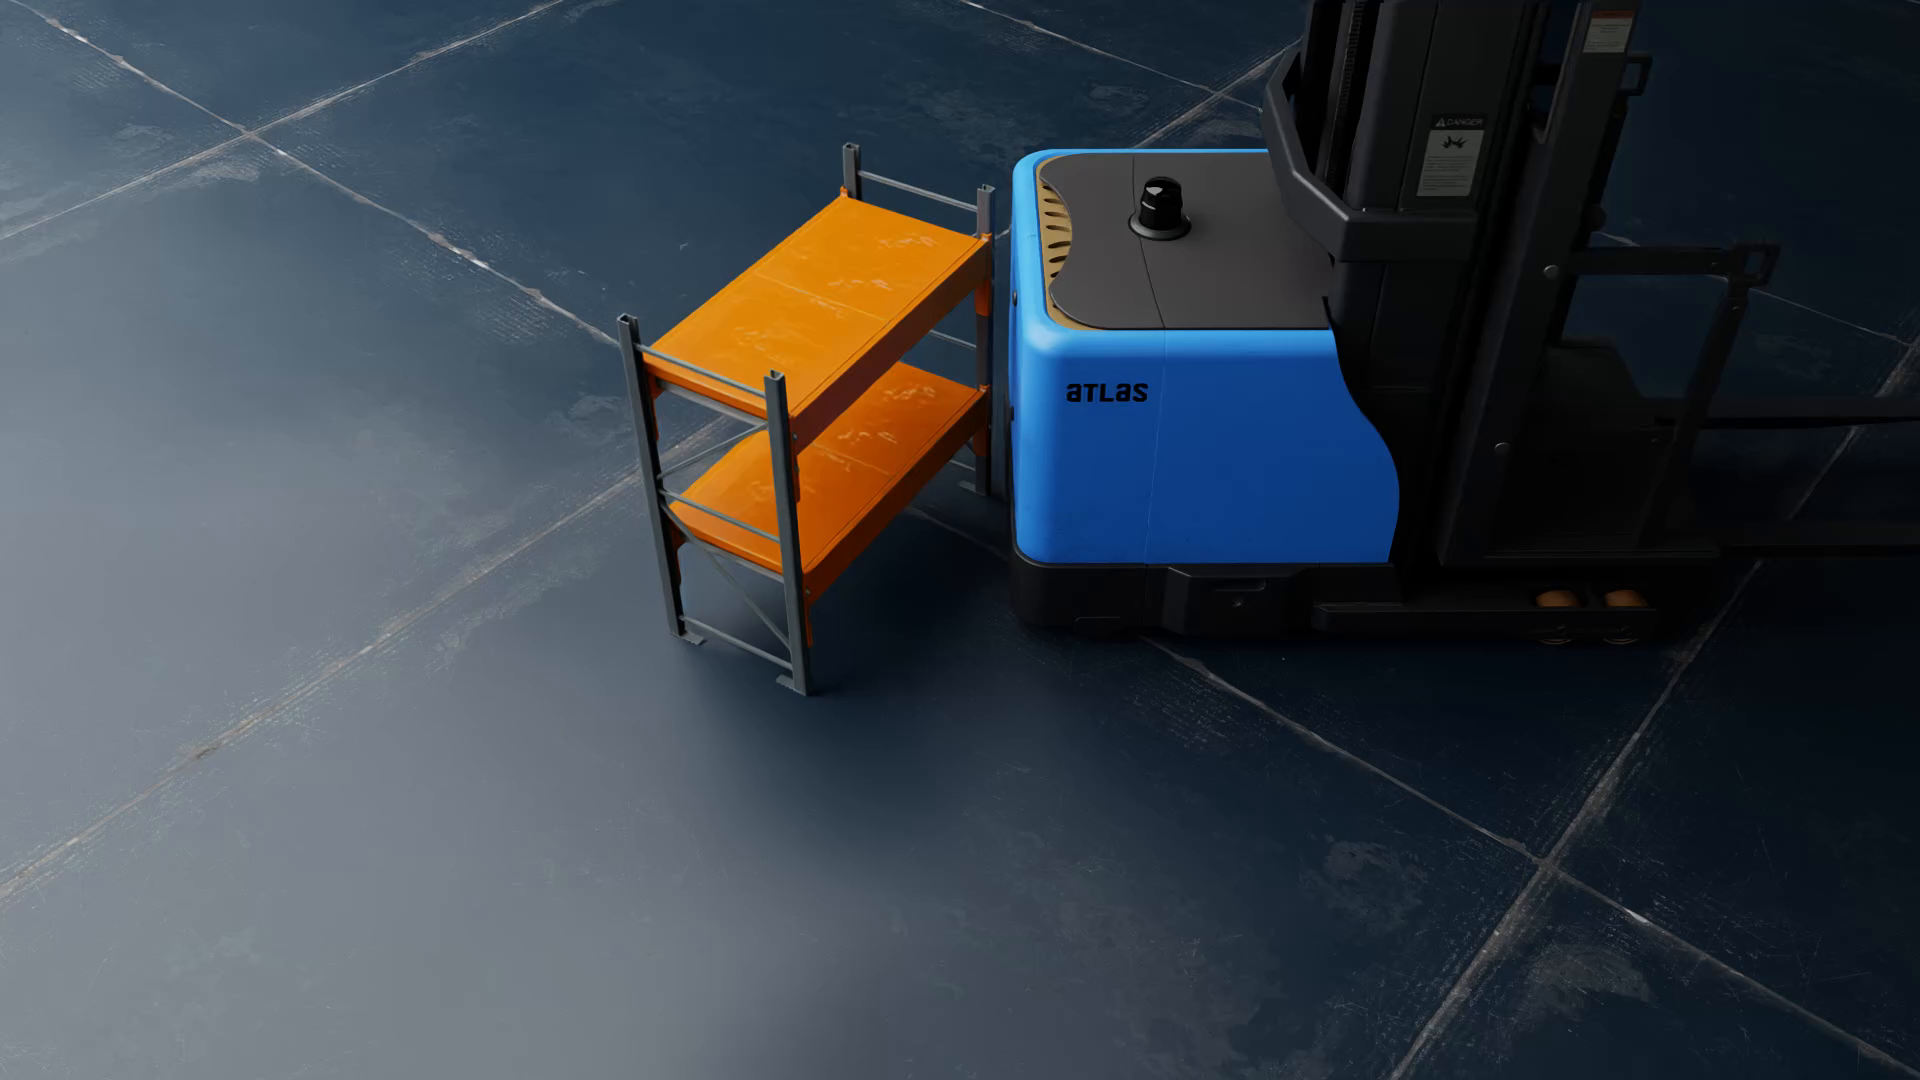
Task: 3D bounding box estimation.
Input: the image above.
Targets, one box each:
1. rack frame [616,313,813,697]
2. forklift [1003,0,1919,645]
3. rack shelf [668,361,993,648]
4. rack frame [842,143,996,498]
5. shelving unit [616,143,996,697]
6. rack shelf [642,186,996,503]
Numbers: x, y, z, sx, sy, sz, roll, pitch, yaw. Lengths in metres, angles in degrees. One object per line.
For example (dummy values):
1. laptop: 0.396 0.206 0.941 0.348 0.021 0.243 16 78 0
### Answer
1. rack frame: -0.645 -0.063 4.483 0.500 1.125 0.032 22 47 22
2. forklift: 1.663 -1.136 4.320 3.031 2.935 1.130 0 42 0
3. rack shelf: -0.383 -0.175 4.970 0.538 0.278 1.000 22 47 22
4. rack frame: -0.121 -0.649 5.128 0.500 1.125 0.032 22 47 22
5. shelving unit: -0.383 -0.356 4.805 0.538 1.125 1.048 22 47 22
6. rack shelf: -0.383 -0.573 4.609 0.538 0.278 1.000 22 47 22
